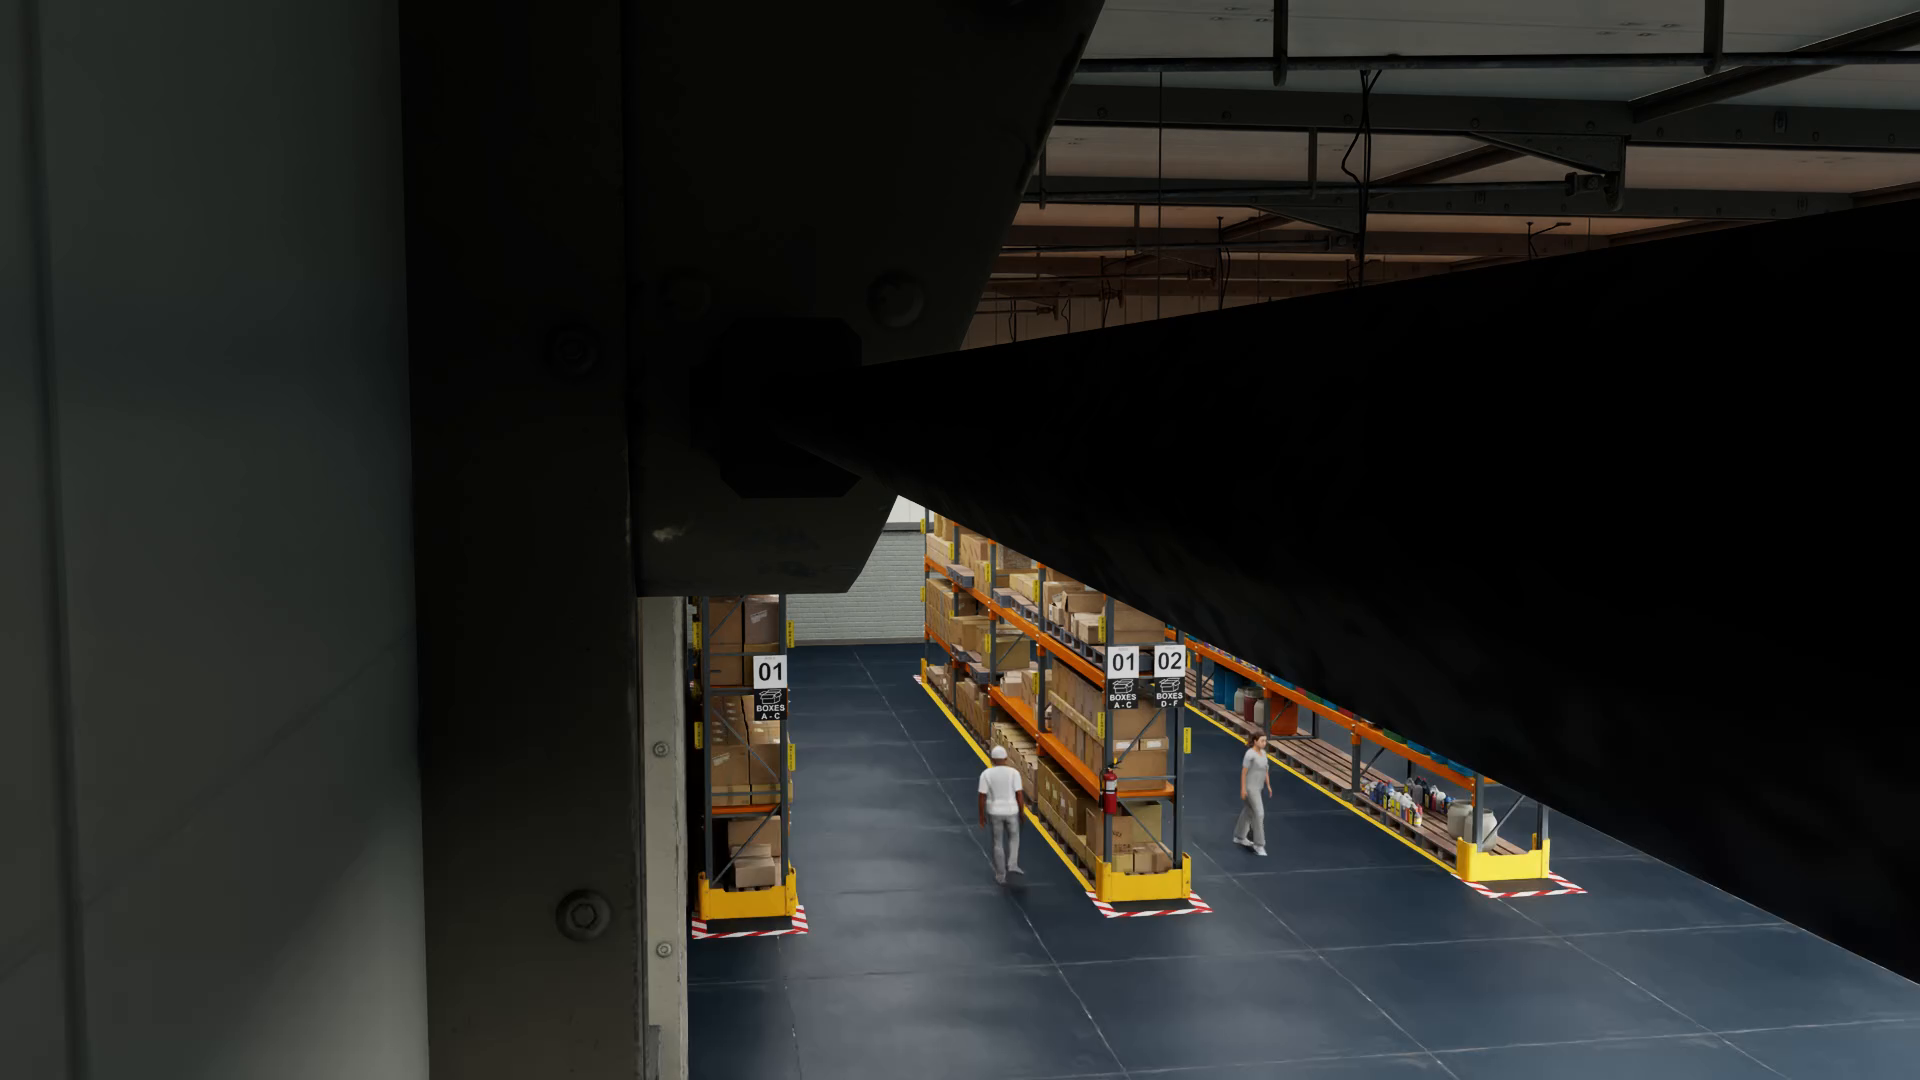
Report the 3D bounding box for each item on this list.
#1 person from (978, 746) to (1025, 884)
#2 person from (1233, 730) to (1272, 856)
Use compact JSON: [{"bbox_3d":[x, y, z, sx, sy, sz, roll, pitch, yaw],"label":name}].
[{"bbox_3d":[0.540,3.551,21.558,0.608,1.754,0.503,0,5,-1],"label":"person"},{"bbox_3d":[4.087,3.502,23.107,0.667,1.705,0.469,4,6,36],"label":"person"}]
